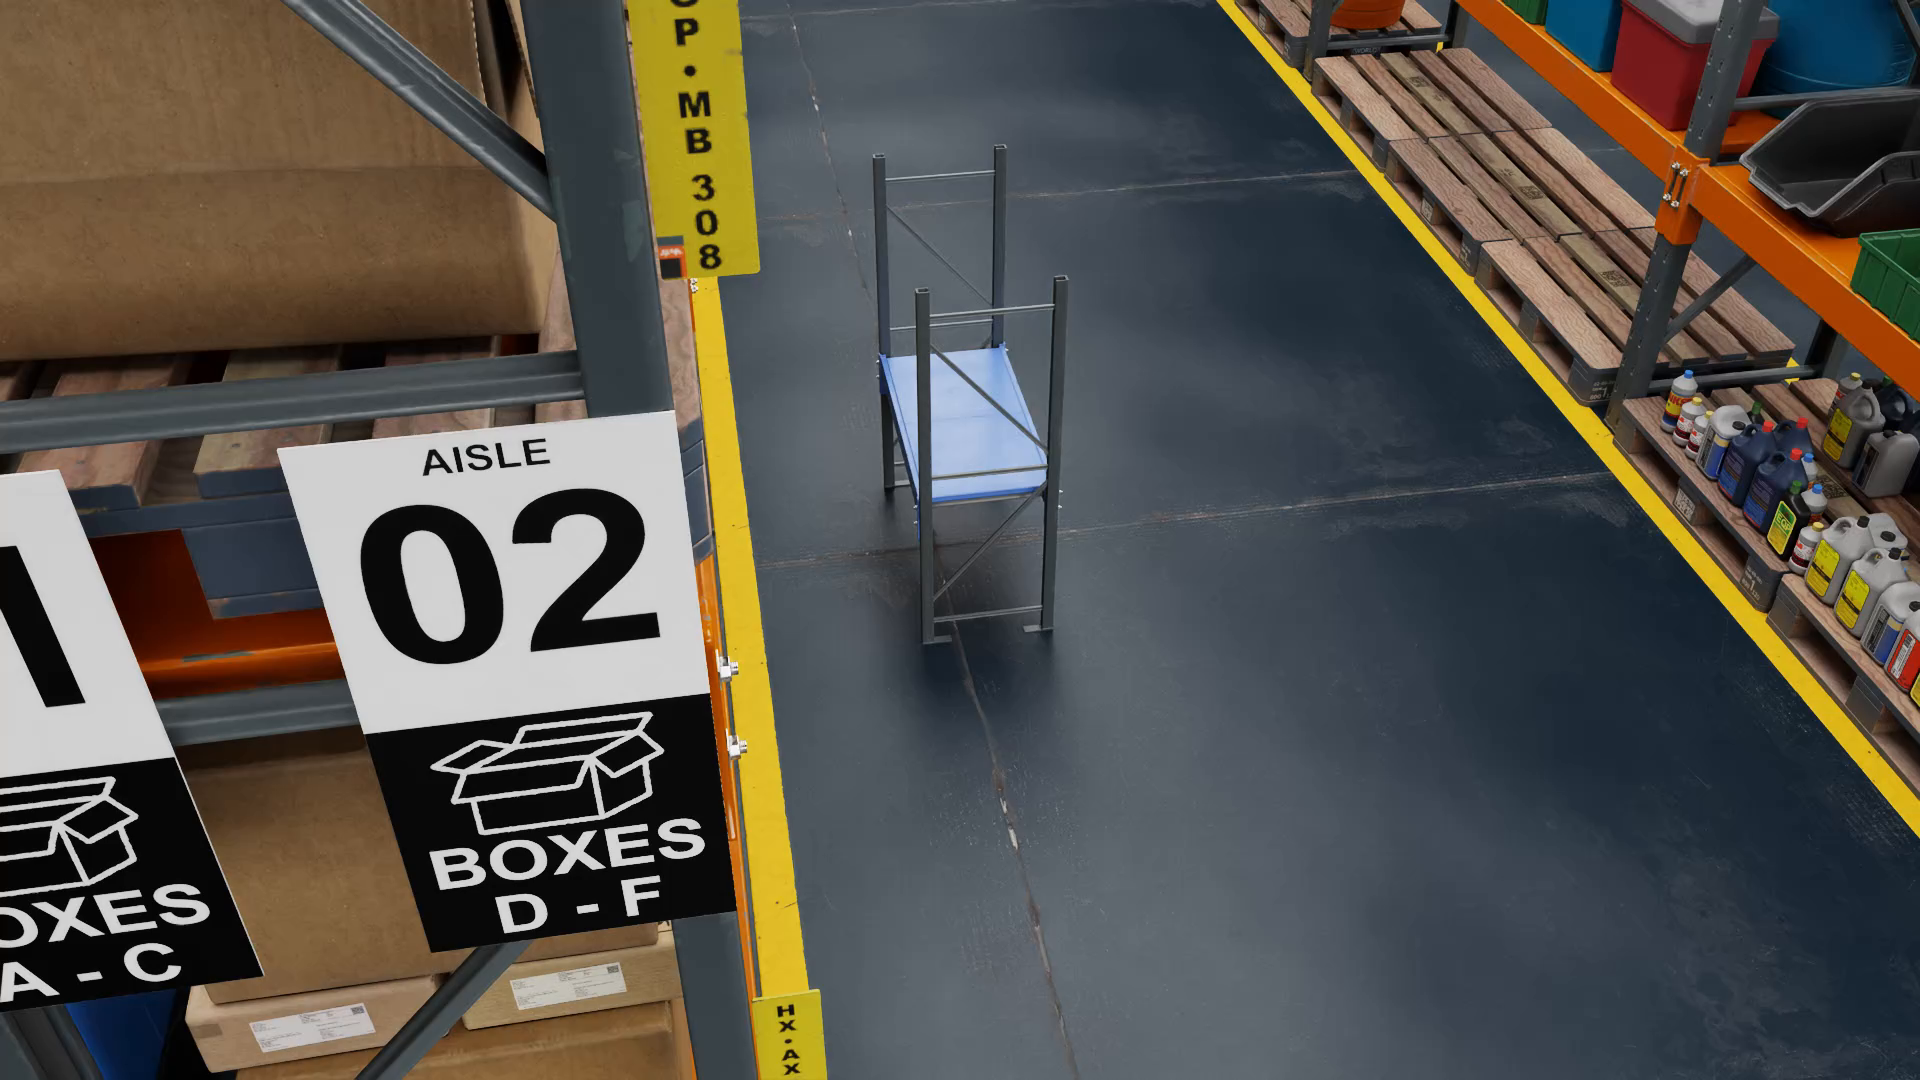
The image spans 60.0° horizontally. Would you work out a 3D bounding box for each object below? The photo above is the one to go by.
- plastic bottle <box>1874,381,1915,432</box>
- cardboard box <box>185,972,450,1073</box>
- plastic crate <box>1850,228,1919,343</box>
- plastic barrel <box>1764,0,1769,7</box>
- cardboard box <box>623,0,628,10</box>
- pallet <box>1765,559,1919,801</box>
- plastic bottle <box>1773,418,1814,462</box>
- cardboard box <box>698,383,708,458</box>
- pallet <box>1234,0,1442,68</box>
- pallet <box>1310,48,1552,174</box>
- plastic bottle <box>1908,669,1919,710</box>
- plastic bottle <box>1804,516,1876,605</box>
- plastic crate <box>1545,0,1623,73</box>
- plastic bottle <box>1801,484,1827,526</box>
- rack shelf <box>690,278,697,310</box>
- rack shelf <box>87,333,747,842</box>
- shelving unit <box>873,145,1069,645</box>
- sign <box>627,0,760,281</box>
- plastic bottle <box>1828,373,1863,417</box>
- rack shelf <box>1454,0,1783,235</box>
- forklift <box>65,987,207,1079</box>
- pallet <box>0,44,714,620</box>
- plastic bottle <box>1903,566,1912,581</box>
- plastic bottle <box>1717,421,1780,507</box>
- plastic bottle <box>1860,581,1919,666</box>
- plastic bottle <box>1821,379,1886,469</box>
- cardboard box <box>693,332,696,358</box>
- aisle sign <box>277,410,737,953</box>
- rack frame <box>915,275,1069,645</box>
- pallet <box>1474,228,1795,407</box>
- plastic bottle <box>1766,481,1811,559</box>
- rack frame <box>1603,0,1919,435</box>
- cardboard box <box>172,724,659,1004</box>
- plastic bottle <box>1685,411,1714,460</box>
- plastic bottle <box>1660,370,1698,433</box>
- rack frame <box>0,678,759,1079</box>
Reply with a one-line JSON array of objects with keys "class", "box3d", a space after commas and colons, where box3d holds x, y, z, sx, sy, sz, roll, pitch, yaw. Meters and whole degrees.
[{"class": "plastic bottle", "box3d": [3.772, -0.497, 6.745, 0.144, 0.351, 0.185, -7, 38, -9]}, {"class": "cardboard box", "box3d": [-1.056, 0.713, 2.777, 0.380, 0.149, 0.250, -7, 38, -9]}, {"class": "plastic crate", "box3d": [3.335, -0.793, 5.499, 0.450, 0.188, 0.662, -6, 38, -8]}, {"class": "plastic barrel", "box3d": [3.423, -2.382, 7.261, 0.433, 0.535, 0.433, 0, 38, 0]}, {"class": "cardboard box", "box3d": [-0.823, -1.258, 2.942, 0.500, 0.500, 0.500, -6, 38, -8]}, {"class": "pallet", "box3d": [3.669, 0.523, 5.905, 1.003, 0.211, 1.213, -6, 38, -8]}, {"class": "plastic bottle", "box3d": [3.250, -0.338, 6.541, 0.144, 0.351, 0.185, -6, 38, -8]}, {"class": "cardboard box", "box3d": [-1.329, -0.547, 6.908, 0.500, 0.250, 0.500, -7, 38, -9]}, {"class": "pallet", "box3d": [2.494, -3.514, 11.101, 1.003, 0.211, 1.213, -6, 38, -8]}, {"class": "pallet", "box3d": [2.771, -2.570, 9.886, 1.003, 0.211, 1.213, -6, 38, -8]}, {"class": "plastic bottle", "box3d": [3.284, 0.457, 5.572, 0.061, 0.283, 0.133, -5, 38, -7]}, {"class": "plastic bottle", "box3d": [3.216, 0.048, 6.044, 0.144, 0.351, 0.185, -7, 38, -8]}, {"class": "plastic crate", "box3d": [2.875, -2.354, 7.348, 0.392, 0.384, 0.575, -6, 38, -8]}, {"class": "plastic bottle", "box3d": [3.204, -0.093, 6.289, 0.097, 0.271, 0.097, 0, 38, 0]}, {"class": "rack shelf", "box3d": [-1.853, -2.121, 7.621, 1.077, 0.370, 4.000, -6, 38, -8]}, {"class": "rack shelf", "box3d": [-1.152, -0.889, 3.591, 1.077, 0.370, 4.000, -6, 38, -8]}, {"class": "shelving unit", "box3d": [0.015, -0.541, 6.224, 0.538, 1.500, 1.048, -6, 38, -8]}, {"class": "sign", "box3d": [-0.254, -0.398, 1.595, 0.100, 0.325, 0.005, -6, 38, -8]}, {"class": "plastic bottle", "box3d": [3.745, -0.610, 7.013, 0.097, 0.201, 0.097, 0, 38, 0]}, {"class": "rack shelf", "box3d": [3.024, -2.651, 8.304, 1.077, 0.370, 4.000, -6, 38, -8]}, {"class": "forklift", "box3d": [-2.863, -0.178, 4.590, 1.130, 2.935, 3.031, -7, 38, -8]}, {"class": "pallet", "box3d": [-0.900, -0.360, 2.396, 1.003, 0.211, 1.213, -6, 38, -8]}, {"class": "plastic bottle", "box3d": [3.359, 0.180, 5.996, 0.097, 0.201, 0.097, 0, 38, 0]}, {"class": "plastic bottle", "box3d": [3.108, -0.323, 6.521, 0.144, 0.351, 0.185, -5, 38, -7]}, {"class": "plastic bottle", "box3d": [3.281, 0.290, 5.794, 0.152, 0.276, 0.135, -7, 38, -9]}, {"class": "plastic bottle", "box3d": [3.630, -0.481, 6.725, 0.144, 0.351, 0.185, -6, 38, -8]}, {"class": "cardboard box", "box3d": [-1.330, -0.775, 6.744, 0.500, 0.311, 0.500, -6, 38, -8]}, {"class": "aisle sign", "box3d": [-0.488, 0.199, 1.929, 0.394, 0.787, 0.004, -6, 38, -8]}, {"class": "rack frame", "box3d": [0.104, -0.234, 5.828, 0.500, 1.500, 0.032, -6, 38, -8]}, {"class": "pallet", "box3d": [3.199, -1.096, 7.989, 1.003, 0.211, 1.213, -6, 38, -8]}, {"class": "plastic bottle", "box3d": [3.129, -0.078, 6.261, 0.061, 0.283, 0.133, -5, 38, -6]}, {"class": "rack frame", "box3d": [3.375, -1.727, 6.528, 1.000, 3.000, 0.127, -6, 38, -8]}, {"class": "cardboard box", "box3d": [-0.880, 0.352, 2.713, 0.700, 0.500, 0.500, -6, 38, -8]}, {"class": "plastic bottle", "box3d": [3.035, -0.433, 6.785, 0.097, 0.201, 0.097, 0, 38, 0]}, {"class": "plastic bottle", "box3d": [2.999, -0.584, 6.922, 0.097, 0.271, 0.097, 0, 38, 0]}, {"class": "rack frame", "box3d": [-0.801, 1.219, 2.736, 1.000, 3.000, 0.127, -6, 38, -8]}]
